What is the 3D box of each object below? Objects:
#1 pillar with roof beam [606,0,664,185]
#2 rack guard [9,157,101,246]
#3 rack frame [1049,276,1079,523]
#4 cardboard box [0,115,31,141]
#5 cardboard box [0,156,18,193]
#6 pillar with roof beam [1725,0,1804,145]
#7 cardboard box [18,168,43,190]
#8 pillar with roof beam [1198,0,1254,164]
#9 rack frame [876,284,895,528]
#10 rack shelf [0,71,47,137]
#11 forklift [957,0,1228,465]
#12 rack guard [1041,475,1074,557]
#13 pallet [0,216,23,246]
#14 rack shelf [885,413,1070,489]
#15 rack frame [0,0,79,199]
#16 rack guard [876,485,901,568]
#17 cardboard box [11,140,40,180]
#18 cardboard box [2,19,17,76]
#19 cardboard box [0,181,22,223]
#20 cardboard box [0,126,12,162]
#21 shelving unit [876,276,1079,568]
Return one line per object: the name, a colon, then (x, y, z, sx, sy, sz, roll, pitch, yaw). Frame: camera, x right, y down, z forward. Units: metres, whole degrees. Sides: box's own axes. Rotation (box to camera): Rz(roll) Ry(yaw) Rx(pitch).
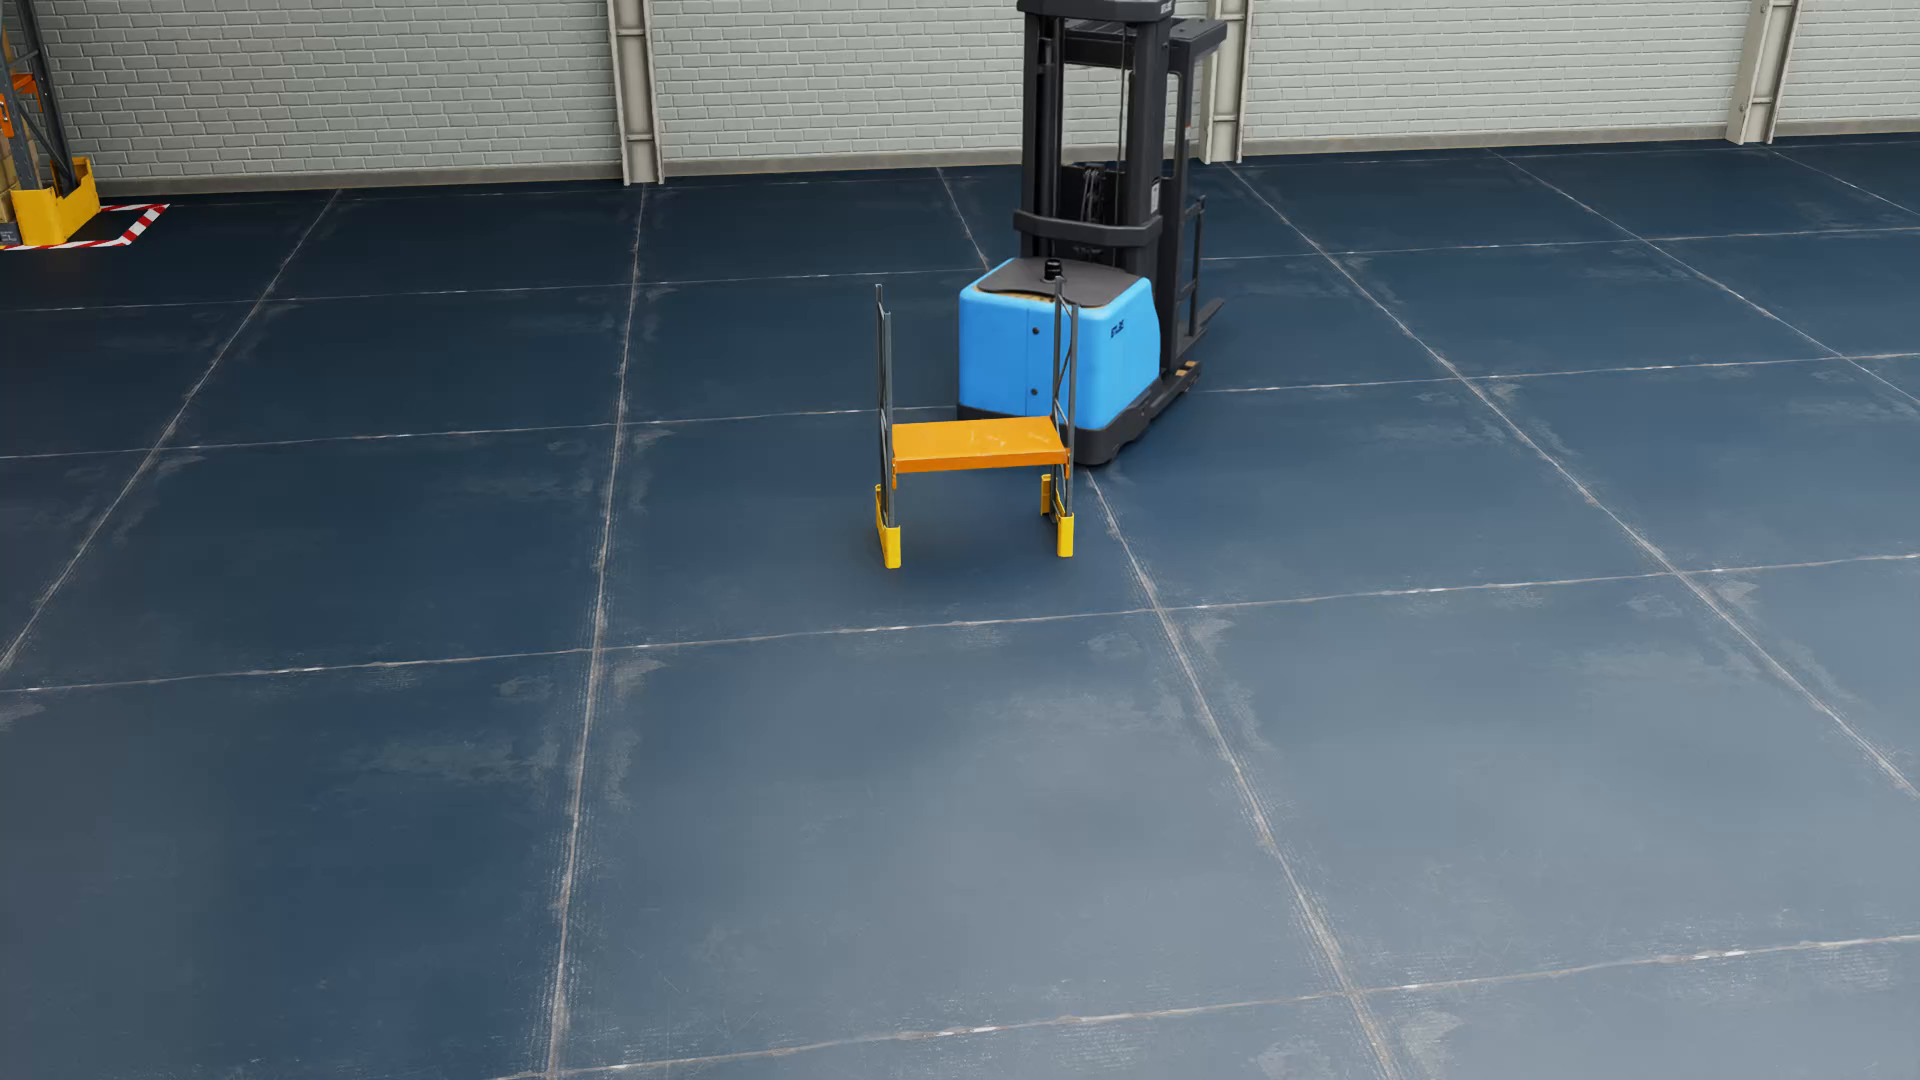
pillar with roof beam: (-2.599, -5.699, 11.000, 0.400, 9.000, 9.100, -4, 27, -7)
rack guard: (-8.301, -3.121, 15.285, 0.348, 0.500, 1.175, -4, 27, -7)
rack frame: (0.588, -0.705, 9.481, 0.032, 1.500, 0.500, -4, 27, -7)
cardboard box: (-8.827, -3.695, 15.122, 0.500, 0.250, 0.500, -4, 27, -8)
cardboard box: (-8.763, -3.245, 14.793, 0.500, 0.250, 0.500, -4, 27, -8)
pillar with roof beam: (9.284, -6.463, 12.488, 0.400, 9.000, 9.100, -4, 27, -7)
cardboard box: (-8.838, -3.252, 15.354, 0.500, 0.250, 0.500, -4, 27, -7)
pillar with roof beam: (3.343, -6.081, 11.744, 0.400, 9.000, 9.100, -4, 27, -7)
rack frame: (-0.419, -0.640, 9.355, 0.032, 1.500, 0.500, -4, 27, -7)
rack shelf: (-10.305, -3.784, 14.628, 4.000, 0.370, 1.077, -4, 27, -7)
forklift: (1.084, -2.423, 11.262, 1.130, 2.935, 3.031, 13, 30, 23)
rack guard: (0.569, -0.148, 9.764, 0.087, 0.250, 0.587, -4, 27, -7)
pallet: (-9.076, -2.923, 15.216, 1.213, 0.211, 1.003, -4, 27, -7)
rack shelf: (0.084, -0.513, 9.500, 1.000, 0.185, 0.538, -4, 27, -7)
rack frame: (-8.325, -4.232, 14.711, 0.127, 3.000, 1.000, -4, 27, -7)
rack guard: (-0.418, -0.084, 9.641, 0.087, 0.250, 0.587, -4, 27, -7)
cardboard box: (-8.819, -3.481, 15.254, 0.500, 0.250, 0.500, -3, 27, -6)
cardboard box: (-8.854, -4.370, 14.872, 0.500, 0.500, 0.500, -3, 27, -5)
cardboard box: (-8.746, -3.022, 14.906, 0.500, 0.250, 0.500, -3, 27, -7)
cardboard box: (-8.737, -3.470, 14.683, 0.500, 0.250, 0.500, -3, 27, -5)
shelving unit: (0.075, -0.672, 9.417, 1.083, 1.500, 0.587, -4, 27, -7)
